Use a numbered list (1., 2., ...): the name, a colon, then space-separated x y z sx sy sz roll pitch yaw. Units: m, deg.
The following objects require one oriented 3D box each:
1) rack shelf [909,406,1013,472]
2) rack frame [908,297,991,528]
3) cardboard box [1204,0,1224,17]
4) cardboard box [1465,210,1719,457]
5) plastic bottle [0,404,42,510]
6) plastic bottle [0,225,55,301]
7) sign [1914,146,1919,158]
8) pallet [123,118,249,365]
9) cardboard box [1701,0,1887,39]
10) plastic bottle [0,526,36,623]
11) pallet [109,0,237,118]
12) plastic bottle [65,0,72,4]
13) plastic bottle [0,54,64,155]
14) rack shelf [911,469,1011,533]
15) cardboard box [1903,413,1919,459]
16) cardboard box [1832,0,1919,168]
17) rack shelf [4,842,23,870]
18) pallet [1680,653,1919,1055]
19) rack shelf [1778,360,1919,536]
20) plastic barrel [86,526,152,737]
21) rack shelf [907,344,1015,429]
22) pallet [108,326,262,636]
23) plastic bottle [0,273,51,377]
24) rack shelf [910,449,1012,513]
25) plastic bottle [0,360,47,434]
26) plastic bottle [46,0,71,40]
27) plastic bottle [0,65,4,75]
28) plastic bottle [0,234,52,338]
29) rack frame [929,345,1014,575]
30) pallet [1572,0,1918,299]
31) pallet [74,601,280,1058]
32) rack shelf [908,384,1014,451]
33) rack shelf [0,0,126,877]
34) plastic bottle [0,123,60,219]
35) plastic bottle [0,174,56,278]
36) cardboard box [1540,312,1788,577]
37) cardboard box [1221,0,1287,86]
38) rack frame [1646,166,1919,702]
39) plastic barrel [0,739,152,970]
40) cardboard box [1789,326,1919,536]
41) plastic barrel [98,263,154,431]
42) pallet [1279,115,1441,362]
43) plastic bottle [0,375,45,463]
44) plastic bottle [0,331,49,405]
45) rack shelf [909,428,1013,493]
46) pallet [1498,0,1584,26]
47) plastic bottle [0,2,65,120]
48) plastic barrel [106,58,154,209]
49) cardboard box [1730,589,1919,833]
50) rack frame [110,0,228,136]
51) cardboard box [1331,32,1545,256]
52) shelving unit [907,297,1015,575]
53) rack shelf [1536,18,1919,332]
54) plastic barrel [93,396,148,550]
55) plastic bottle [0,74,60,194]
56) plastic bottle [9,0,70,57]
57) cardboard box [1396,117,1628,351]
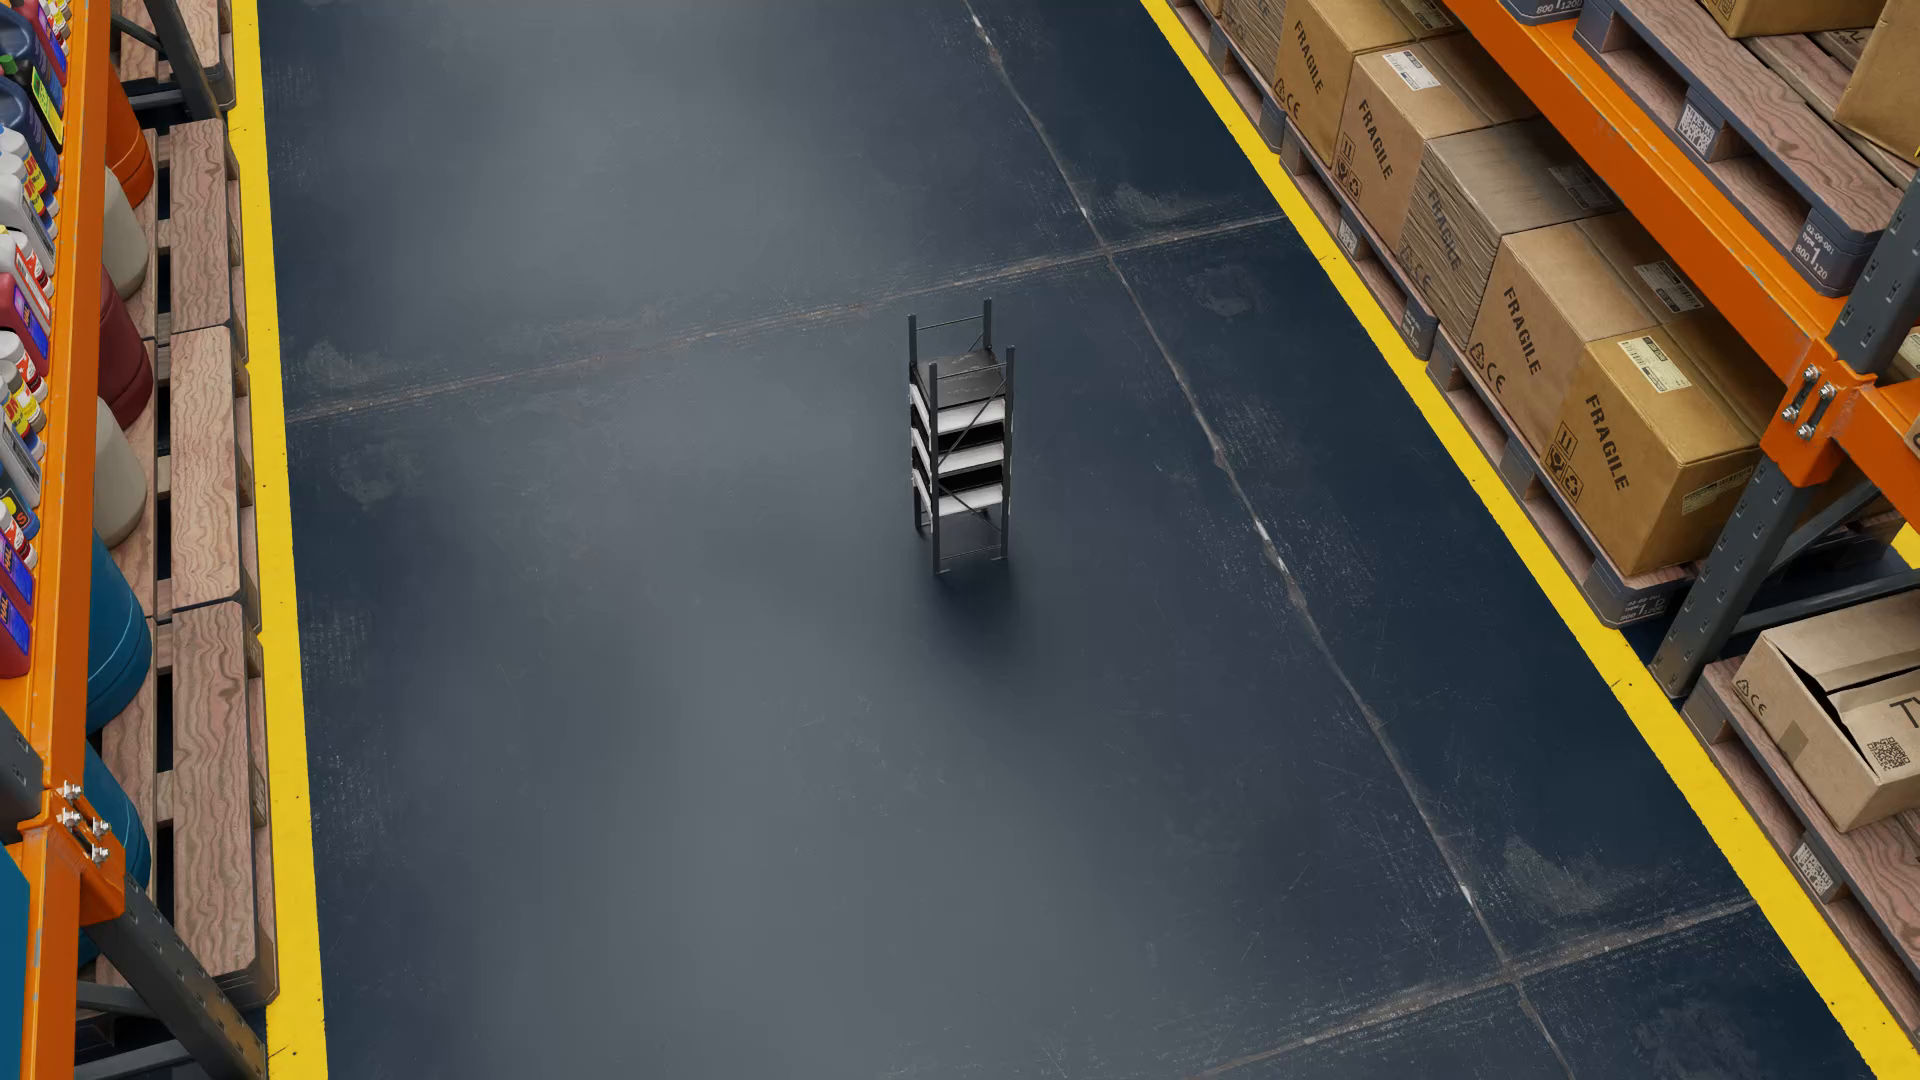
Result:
1. rack shelf: 0.002 -0.321 4.858 0.258 0.077 0.200 -13 51 -11
2. rack frame: -0.028 -0.358 4.964 0.240 0.900 0.006 -13 51 -11
3. cardboard box: 1.209 -2.514 6.755 0.500 0.500 0.500 -11 51 -9
4. cardboard box: 1.972 -0.648 5.182 0.500 0.500 0.500 -13 51 -11
5. plastic bottle: -2.084 -0.188 3.528 0.152 0.276 0.135 -13 51 -11
6. plastic bottle: -2.258 -0.664 3.977 0.097 0.201 0.097 0 50 0
7. sign: 2.001 -0.899 3.288 0.100 0.325 0.005 -13 51 -11
8. pallet: -3.113 -0.993 5.949 1.003 0.211 1.213 -13 51 -11
9. cardboard box: 2.340 -1.706 4.386 0.700 0.500 0.500 -6 50 -5
10. plastic bottle: -1.943 0.040 3.331 0.061 0.283 0.133 -13 51 -11
11. pallet: -3.578 -2.134 6.911 1.003 0.211 1.213 -13 51 -11
12. plastic bottle: -2.658 -1.676 4.785 0.097 0.271 0.097 0 50 0
13. plastic bottle: -2.426 -1.154 4.337 0.061 0.283 0.133 -13 51 -11
14. rack shelf: 0.002 -0.147 5.064 0.258 0.077 0.200 -13 51 -11
15. cardboard box: 2.421 -0.252 3.435 0.500 0.500 0.500 -12 51 -10
16. cardboard box: 2.604 -1.218 3.975 0.700 0.500 0.500 -30 56 -23
17. rack shelf: -1.611 2.093 1.866 0.919 0.124 3.809 -13 51 -11
18. pallet: 2.732 0.747 4.482 1.003 0.211 1.213 -13 51 -11
19. rack shelf: 3.122 1.039 2.883 1.077 0.370 4.000 -13 51 -11
20. plastic barrel: -2.557 0.086 4.313 0.600 0.901 0.708 -13 51 -11
21. rack shelf: 0.002 -0.437 4.720 0.258 0.077 0.200 -13 51 -11
22. pallet: -2.755 -0.103 5.199 1.003 0.211 1.213 -13 51 -11
23. plastic bottle: -2.166 -0.512 3.796 0.061 0.283 0.133 -13 51 -11
24. rack shelf: 0.002 -0.205 4.995 0.258 0.077 0.200 -13 51 -11
25. plastic bottle: -2.121 -0.326 3.693 0.097 0.201 0.097 0 50 0
26. plastic bottle: -2.601 -1.511 4.692 0.097 0.201 0.097 0 50 0
27. plastic bottle: -2.484 -1.140 4.326 0.061 0.283 0.133 -13 51 -11
28. plastic bottle: -2.249 -0.597 3.872 0.152 0.276 0.135 -13 51 -11
29. rack frame: 0.032 -0.210 4.838 0.240 0.900 0.006 -13 51 -11
30. pallet: 2.398 -1.200 4.425 1.003 0.211 1.213 -13 51 -11
31. pallet: -2.391 0.790 4.446 1.003 0.211 1.213 -13 51 -11
32. rack shelf: 0.002 -0.379 4.789 0.258 0.077 0.200 -13 51 -11
33. rack shelf: -2.794 -0.765 4.404 1.077 0.370 4.000 -13 51 -11
34. plastic bottle: -2.355 -0.927 4.153 0.097 0.271 0.097 0 50 0
35. plastic bottle: -2.318 -0.766 4.015 0.152 0.276 0.135 -13 51 -11
36. cardboard box: 2.111 -0.285 4.876 0.500 0.500 0.500 -14 51 -11
37. cardboard box: 1.369 -2.133 6.433 0.500 0.500 0.500 -15 51 -12
38. rack frame: 2.530 -0.654 3.839 1.000 3.000 0.127 -13 51 -11
39. plastic barrel: -2.347 0.603 3.877 0.600 0.901 0.708 -13 51 -11
40. cardboard box: 2.620 -0.398 4.971 0.500 0.500 0.500 -15 52 -13
41. plastic barrel: -2.891 -0.638 5.128 0.600 0.588 0.708 -13 51 -11
42. pallet: 1.889 -1.233 6.151 1.003 0.211 1.213 -13 51 -11
43. plastic bottle: -2.092 -0.277 3.606 0.097 0.271 0.097 0 50 0
44. plastic bottle: -2.150 -0.397 3.753 0.097 0.201 0.097 0 50 0
45. rack shelf: 0.002 -0.263 4.926 0.258 0.077 0.200 -13 51 -11
46. pallet: 1.927 -2.094 5.179 1.003 0.211 1.213 -13 51 -11
47. plastic bottle: -2.513 -1.282 4.402 0.144 0.351 0.185 -13 51 -11
48. plastic barrel: -3.225 -1.540 5.731 0.600 0.830 0.708 -13 51 -11
49. cardboard box: 2.448 0.427 4.399 0.500 0.311 0.500 -13 51 -11
50. rack frame: -3.386 -2.458 5.360 1.000 3.000 0.127 -13 51 -11
51. cardboard box: 1.672 -1.385 5.803 0.500 0.500 0.500 -15 51 -12
52. shelving unit: 0.002 -0.284 4.901 0.258 0.900 0.210 -13 51 -11
53. rack shelf: 1.939 -1.945 5.271 0.919 0.124 3.809 -13 51 -11
54. plastic barrel: -2.638 -0.221 4.827 0.421 0.512 0.421 0 50 0
55. plastic bottle: -2.419 -1.050 4.206 0.144 0.351 0.185 -13 51 -11
56. plastic bottle: -2.572 -1.440 4.632 0.097 0.201 0.097 0 50 0
57. cardboard box: 1.824 -1.015 5.491 0.500 0.500 0.500 -13 51 -11
